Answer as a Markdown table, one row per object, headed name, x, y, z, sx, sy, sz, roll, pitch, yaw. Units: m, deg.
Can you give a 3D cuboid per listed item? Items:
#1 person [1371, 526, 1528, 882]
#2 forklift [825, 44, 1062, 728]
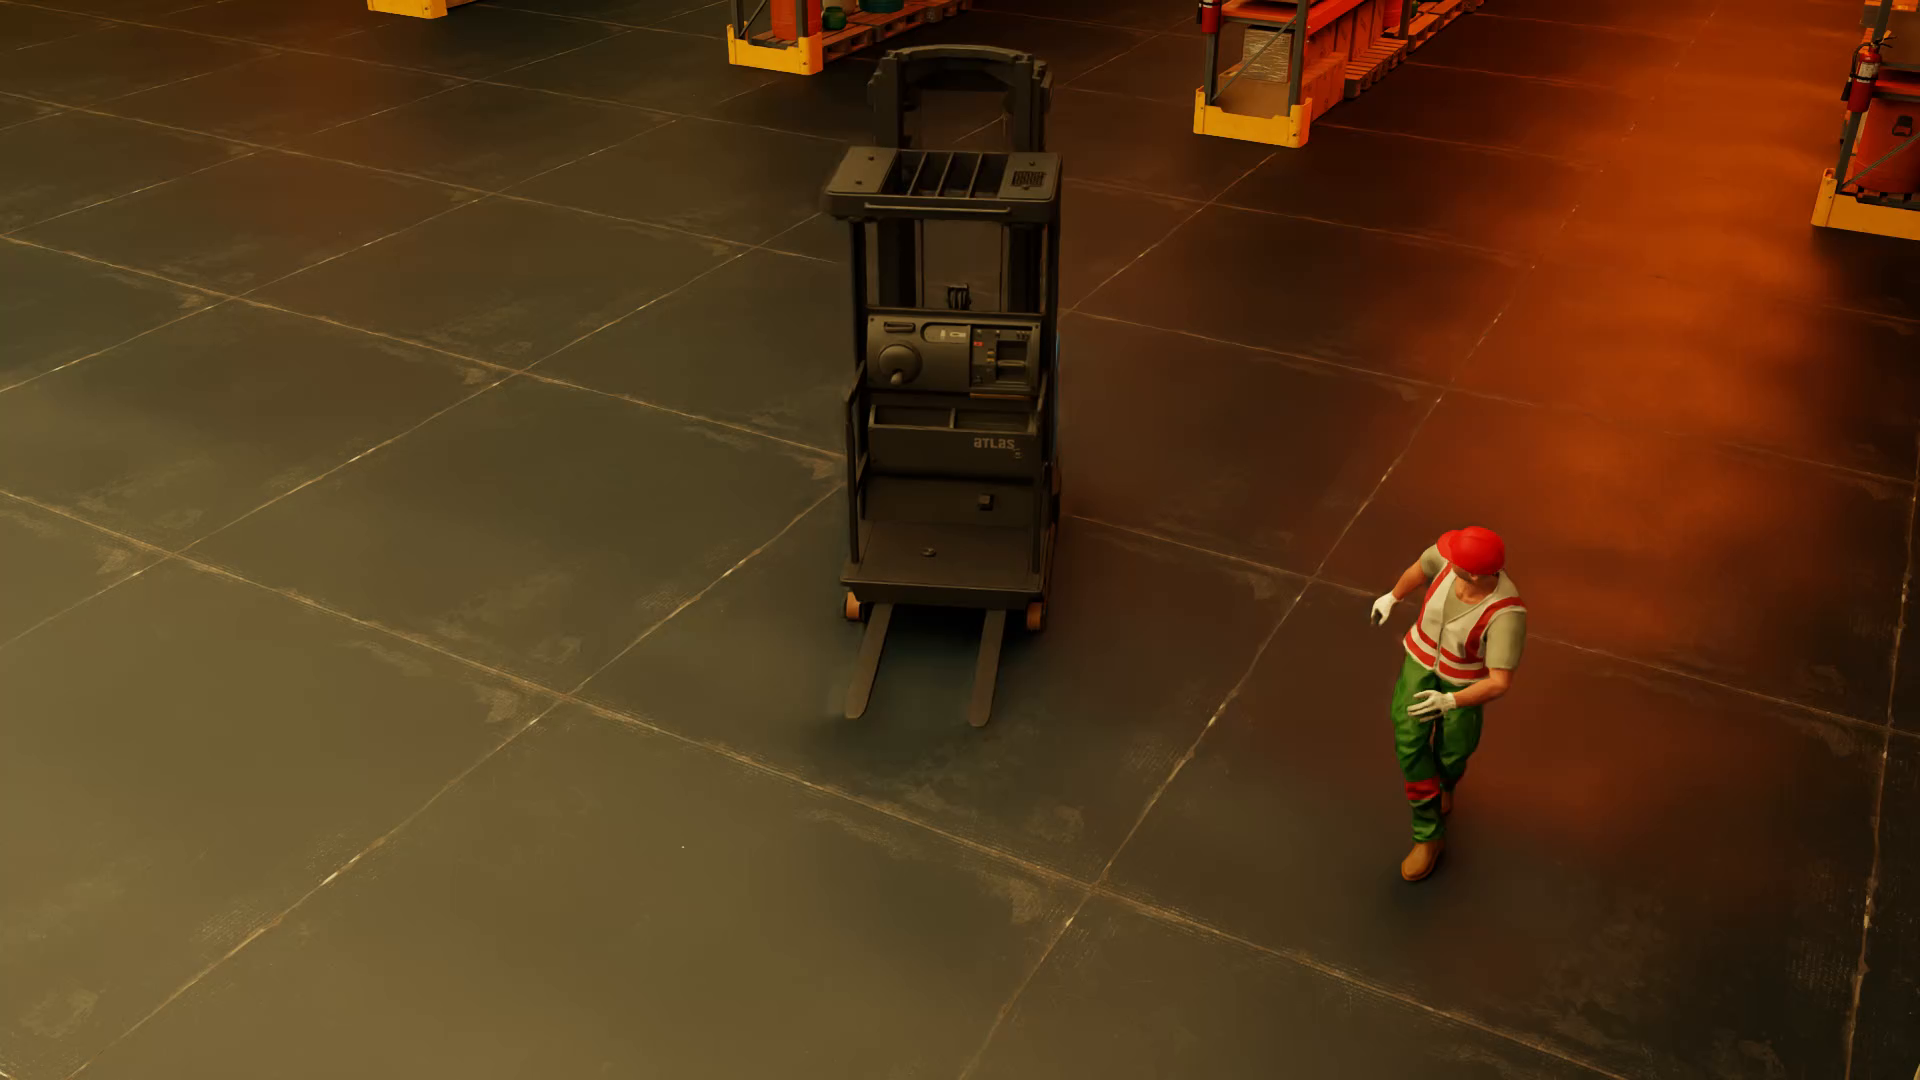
| name | x | y | z | sx | sy | sz | roll | pitch | yaw |
| --- | --- | --- | --- | --- | --- | --- | --- | --- | --- |
| person | 2.043 | 0.607 | 7.330 | 0.792 | 1.616 | 0.802 | 21 | 36 | 31 |
| forklift | -0.055 | -0.948 | 8.714 | 1.130 | 2.935 | 3.031 | 3 | 30 | 5 |
